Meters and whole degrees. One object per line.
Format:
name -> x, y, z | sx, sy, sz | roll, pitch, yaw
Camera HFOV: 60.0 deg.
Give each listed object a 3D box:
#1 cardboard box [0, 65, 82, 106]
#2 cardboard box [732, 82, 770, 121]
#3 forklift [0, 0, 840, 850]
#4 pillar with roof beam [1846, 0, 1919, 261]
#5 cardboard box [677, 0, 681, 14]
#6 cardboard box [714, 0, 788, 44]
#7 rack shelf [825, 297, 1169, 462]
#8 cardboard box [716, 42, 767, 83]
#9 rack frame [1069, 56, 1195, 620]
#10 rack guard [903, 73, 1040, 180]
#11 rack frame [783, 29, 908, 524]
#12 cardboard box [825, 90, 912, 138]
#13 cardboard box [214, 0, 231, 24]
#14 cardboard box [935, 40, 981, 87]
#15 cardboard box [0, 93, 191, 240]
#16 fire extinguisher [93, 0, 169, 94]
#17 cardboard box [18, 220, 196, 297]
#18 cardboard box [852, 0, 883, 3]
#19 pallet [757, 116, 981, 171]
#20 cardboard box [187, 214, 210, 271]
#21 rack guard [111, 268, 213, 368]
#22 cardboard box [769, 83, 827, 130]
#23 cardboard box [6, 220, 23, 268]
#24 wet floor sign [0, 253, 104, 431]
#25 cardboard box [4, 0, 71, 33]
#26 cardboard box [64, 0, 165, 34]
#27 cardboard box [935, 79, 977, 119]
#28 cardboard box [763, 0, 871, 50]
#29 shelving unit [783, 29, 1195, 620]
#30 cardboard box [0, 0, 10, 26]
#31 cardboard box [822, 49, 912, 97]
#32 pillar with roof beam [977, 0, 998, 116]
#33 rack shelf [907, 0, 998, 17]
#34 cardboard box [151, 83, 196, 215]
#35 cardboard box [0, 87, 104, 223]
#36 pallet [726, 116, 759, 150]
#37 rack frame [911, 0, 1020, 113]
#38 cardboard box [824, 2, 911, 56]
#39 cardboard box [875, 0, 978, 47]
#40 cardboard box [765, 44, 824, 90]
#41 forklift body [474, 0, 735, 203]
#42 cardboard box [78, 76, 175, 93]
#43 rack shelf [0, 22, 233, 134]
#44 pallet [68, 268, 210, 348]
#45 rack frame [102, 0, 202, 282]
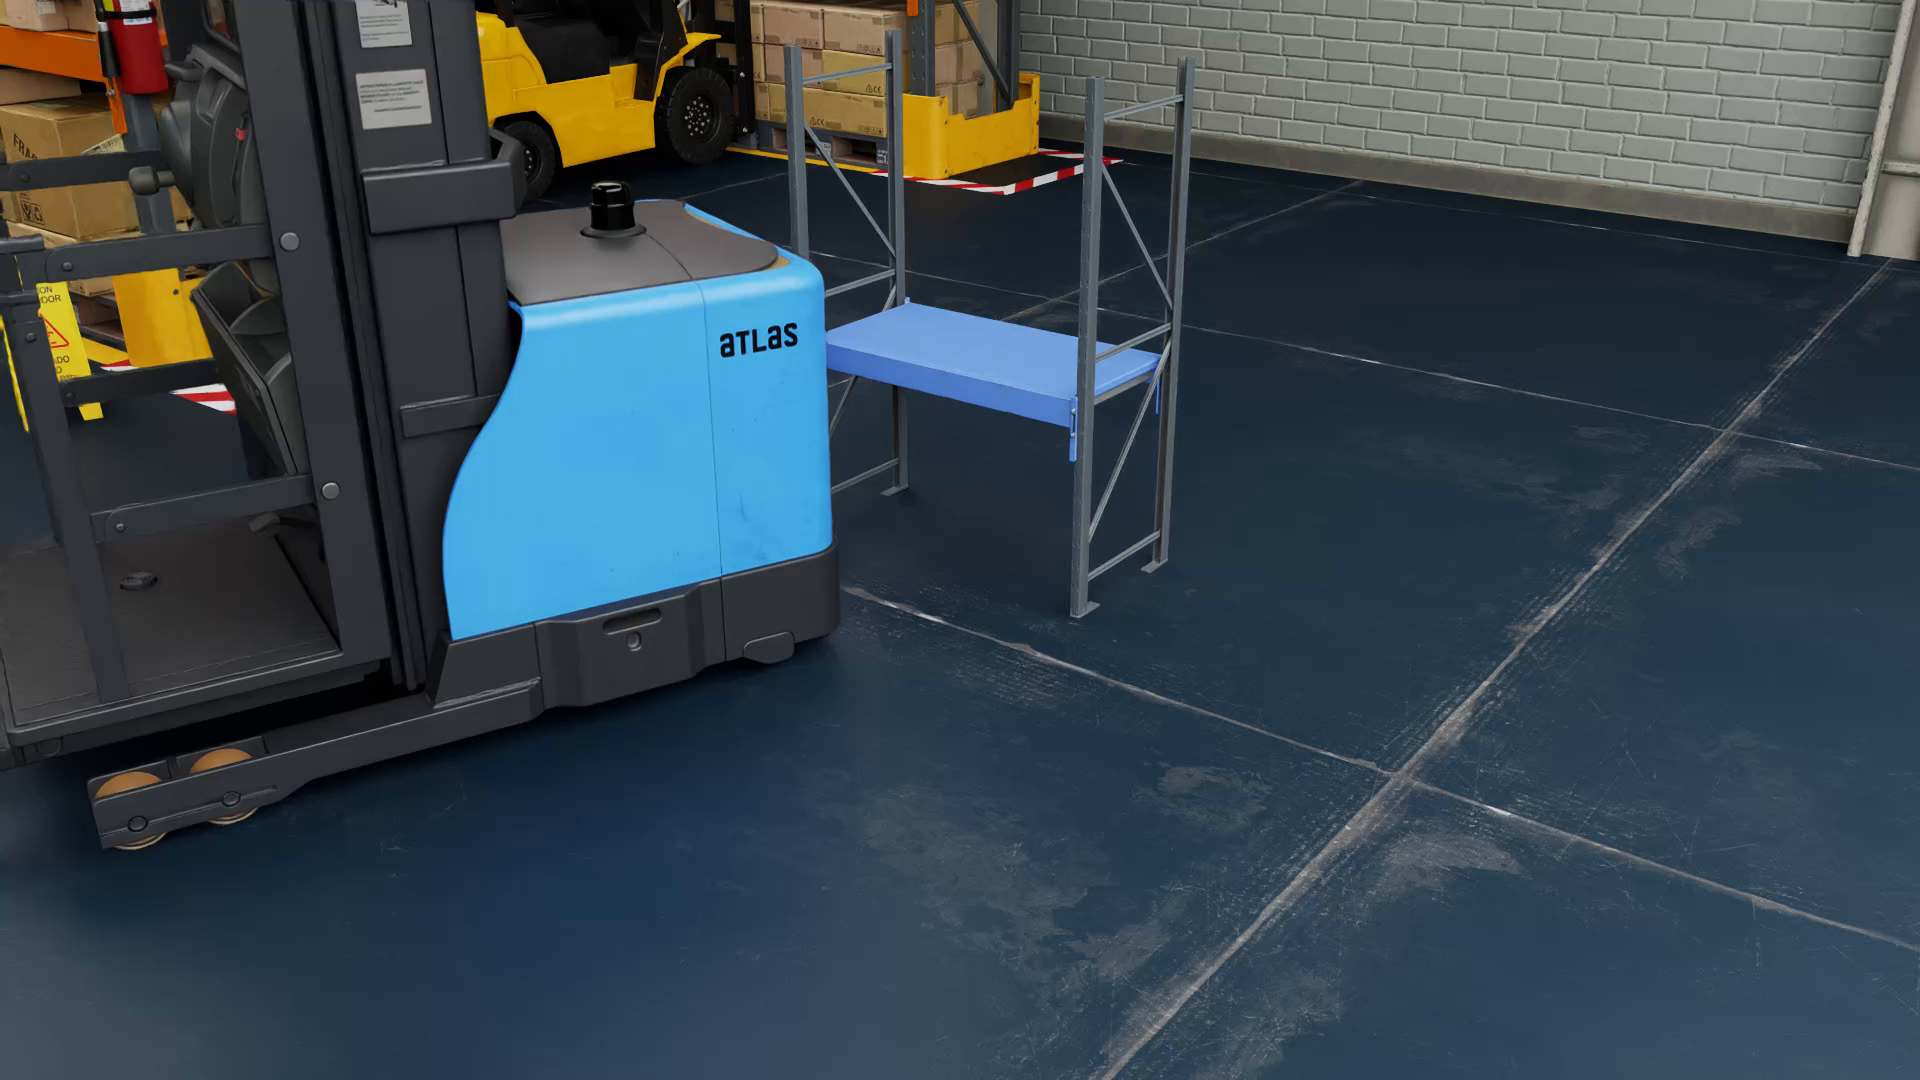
cardboard box -> -4.060, -1.986, 7.192 | 0.250, 0.149, 0.380 | 18, 29, 35
cardboard box -> -1.307, -3.030, 11.297 | 0.500, 0.250, 0.500 | 17, 29, 34
forklift -> -1.854, -0.898, 3.653 | 3.031, 2.935, 1.130 | -14, 27, -29
pillar with roof beam -> 2.248, -4.202, 3.627 | 0.400, 9.000, 9.100 | 17, 29, 33
cardboard box -> -1.733, -3.605, 11.361 | 0.500, 0.250, 0.500 | 16, 28, 32
cardboard box -> -1.332, -3.480, 11.078 | 0.500, 0.250, 0.500 | 17, 29, 34
rack shelf -> 0.068, -0.501, 4.973 | 1.000, 0.185, 0.538 | 17, 29, 33
cardboard box -> -1.352, -3.260, 11.198 | 0.500, 0.250, 0.500 | 16, 28, 32
rack frame -> 0.475, -0.543, 4.622 | 0.032, 1.500, 0.500 | 17, 29, 33
rack guard -> 0.065, -2.688, 10.730 | 0.348, 0.500, 1.175 | 17, 29, 33
rack frame -> -0.339, -0.789, 5.180 | 0.032, 1.500, 0.500 | 17, 29, 33
cardboard box -> -0.520, -2.783, 10.736 | 0.500, 0.250, 0.500 | 17, 29, 34
cardboard box -> -3.076, -2.269, 6.991 | 0.250, 0.149, 0.380 | 17, 29, 33
cardboard box -> -0.206, -3.181, 11.019 | 0.500, 0.250, 0.500 | 17, 29, 34
cardboard box -> -3.726, -1.622, 7.170 | 0.500, 0.500, 0.500 | 17, 29, 34
fire extinguisher -> -3.113, -2.023, 6.218 | 0.183, 0.674, 0.296 | 17, 29, 33
cardboard box -> -3.756, -1.284, 7.332 | 0.500, 0.250, 0.500 | 17, 29, 33
cardboard box -> -0.628, -3.526, 11.182 | 0.500, 0.250, 0.500 | 17, 29, 33
pallet -> -0.592, -2.733, 11.191 | 1.213, 0.211, 1.003 | 17, 29, 33
cardboard box -> -3.408, -1.453, 7.718 | 0.500, 0.250, 0.500 | 17, 29, 33
rack guard -> -2.989, -1.110, 7.148 | 0.348, 0.500, 1.175 | 17, 29, 33
cardboard box -> -0.912, -2.906, 11.016 | 0.500, 0.250, 0.500 | 17, 29, 33
cardboard box -> -4.147, -1.406, 7.609 | 0.500, 0.250, 0.500 | 17, 29, 33
wet floor sign -> -3.418, -0.767, 6.190 | 0.267, 0.644, 0.232 | -15, 28, -30
cardboard box -> -3.625, -2.167, 6.760 | 0.250, 0.149, 0.380 | 16, 29, 33
cardboard box -> -3.356, -2.142, 6.702 | 0.250, 0.149, 0.380 | 18, 29, 35
cardboard box -> -0.230, -2.953, 11.122 | 0.500, 0.250, 0.500 | 17, 29, 34
cardboard box -> -0.922, -3.361, 10.808 | 0.500, 0.250, 0.500 | 17, 29, 34
shelving unit -> 0.068, -0.666, 4.901 | 1.048, 1.500, 0.538 | 17, 29, 33
cardboard box -> -3.818, -2.236, 6.916 | 0.250, 0.149, 0.380 | 16, 29, 32
cardboard box -> -0.532, -3.017, 10.647 | 0.500, 0.250, 0.500 | 16, 29, 33
pillar with roof beam -> -2.553, -5.653, 6.920 | 0.400, 9.000, 9.100 | 17, 29, 33
rack shelf -> -1.555, -3.992, 11.482 | 4.000, 0.370, 1.077 | 17, 29, 33
cardboard box -> -3.428, -1.802, 7.579 | 0.500, 0.500, 0.500 | 16, 28, 32
cardboard box -> -4.146, -1.747, 7.454 | 0.500, 0.500, 0.500 | 18, 30, 35
pallet -> -1.564, -3.028, 11.861 | 1.213, 0.211, 1.003 | 17, 29, 33
rack frame -> 0.045, -3.838, 10.240 | 0.127, 3.000, 1.000 | 17, 29, 33
cardboard box -> -0.510, -3.240, 10.532 | 0.500, 0.250, 0.500 | 18, 29, 35
cardboard box -> -0.226, -3.406, 10.910 | 0.500, 0.250, 0.500 | 16, 29, 33
cardboard box -> -0.926, -3.142, 10.930 | 0.500, 0.250, 0.500 | 16, 29, 33
forklift body -> -2.566, -3.319, 10.116 | 1.214, 2.155, 2.313 | 17, 29, 33
cardboard box -> -3.849, -1.927, 7.863 | 0.500, 0.500, 0.500 | 16, 28, 31
rack shelf -> -4.529, -2.390, 7.845 | 4.000, 0.370, 1.077 | 17, 29, 33
pallet -> -3.618, -1.185, 7.678 | 1.213, 0.211, 1.003 | 17, 29, 33
rack frame -> -2.929, -2.235, 6.603 | 0.127, 3.000, 1.000 | 17, 29, 33
